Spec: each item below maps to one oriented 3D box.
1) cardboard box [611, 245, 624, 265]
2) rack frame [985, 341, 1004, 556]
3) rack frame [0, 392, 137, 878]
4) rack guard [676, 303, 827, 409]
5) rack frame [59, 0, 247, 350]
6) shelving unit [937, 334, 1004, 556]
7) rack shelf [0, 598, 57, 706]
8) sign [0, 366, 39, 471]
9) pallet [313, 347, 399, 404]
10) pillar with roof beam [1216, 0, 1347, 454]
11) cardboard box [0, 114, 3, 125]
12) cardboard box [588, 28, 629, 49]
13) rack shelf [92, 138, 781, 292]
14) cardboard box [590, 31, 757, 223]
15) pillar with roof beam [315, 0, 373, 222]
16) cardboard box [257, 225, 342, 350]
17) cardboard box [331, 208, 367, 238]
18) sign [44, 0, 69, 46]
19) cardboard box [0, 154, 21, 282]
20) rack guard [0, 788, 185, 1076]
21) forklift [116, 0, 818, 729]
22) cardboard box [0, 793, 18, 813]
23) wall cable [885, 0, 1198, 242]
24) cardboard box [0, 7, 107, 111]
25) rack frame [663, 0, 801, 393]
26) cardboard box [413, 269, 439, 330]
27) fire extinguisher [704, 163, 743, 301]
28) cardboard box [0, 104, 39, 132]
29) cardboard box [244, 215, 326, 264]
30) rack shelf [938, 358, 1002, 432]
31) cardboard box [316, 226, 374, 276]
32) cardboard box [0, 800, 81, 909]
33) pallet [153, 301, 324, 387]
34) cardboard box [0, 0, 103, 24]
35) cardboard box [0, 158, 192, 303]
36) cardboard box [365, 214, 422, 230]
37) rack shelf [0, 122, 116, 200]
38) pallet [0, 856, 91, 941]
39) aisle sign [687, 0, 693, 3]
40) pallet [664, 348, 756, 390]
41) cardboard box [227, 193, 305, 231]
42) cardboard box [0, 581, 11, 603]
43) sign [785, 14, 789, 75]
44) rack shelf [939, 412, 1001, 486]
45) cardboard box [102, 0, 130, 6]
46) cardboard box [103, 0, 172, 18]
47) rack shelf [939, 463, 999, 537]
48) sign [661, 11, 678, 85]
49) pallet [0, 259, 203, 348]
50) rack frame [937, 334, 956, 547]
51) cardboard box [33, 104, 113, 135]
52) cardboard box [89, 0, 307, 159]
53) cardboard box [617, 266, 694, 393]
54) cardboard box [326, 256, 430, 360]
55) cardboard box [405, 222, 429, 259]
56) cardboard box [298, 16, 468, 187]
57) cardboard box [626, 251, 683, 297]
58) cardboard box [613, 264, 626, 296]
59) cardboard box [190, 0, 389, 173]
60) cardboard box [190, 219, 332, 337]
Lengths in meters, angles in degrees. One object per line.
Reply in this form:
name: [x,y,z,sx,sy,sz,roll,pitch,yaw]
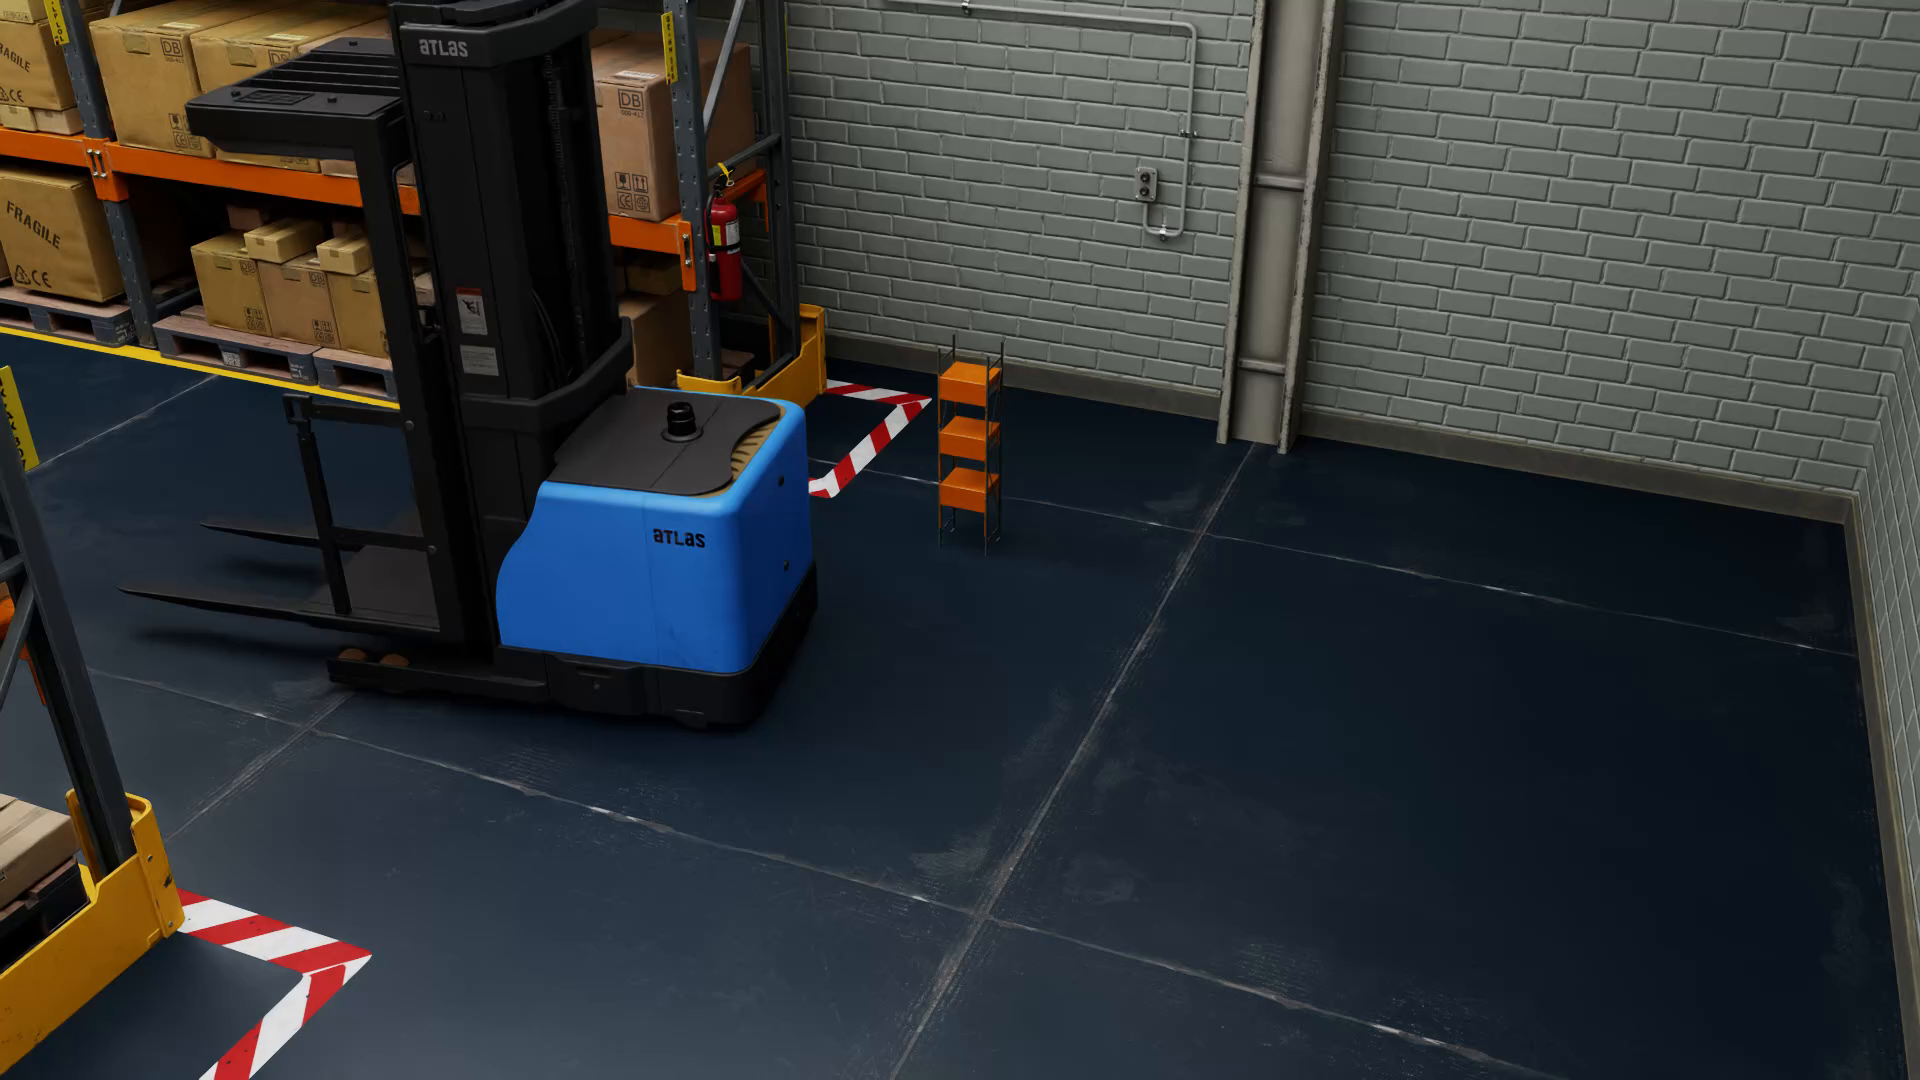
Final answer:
cardboard box: [-2.132,-1.608,9.500,0.250,0.149,0.380,11,31,19]
rack frame: [0.163,-0.425,7.934,0.008,1.050,0.200,11,31,19]
rack frame: [-3.026,0.274,4.717,0.127,3.000,1.000,11,31,19]
rack guard: [-1.145,-0.893,9.321,0.348,0.500,1.175,11,31,19]
rack frame: [-4.873,-2.725,10.023,0.127,3.000,1.000,11,31,19]
shelving unit: [0.050,-0.447,7.974,0.252,1.050,0.215,11,31,19]
rack shelf: [-4.879,0.217,5.549,4.000,0.370,1.077,11,31,19]
sign: [-2.822,-0.350,4.942,0.005,0.325,0.100,11,31,19]
pallet: [-3.064,-1.110,10.000,1.213,0.211,1.003,11,31,19]
pillar with roof beam: [0.042,-2.529,3.579,0.400,9.000,9.100,11,31,19]
cardboard box: [-5.759,-2.663,10.147,0.250,0.149,0.380,12,32,21]
cardboard box: [-2.322,-2.335,9.028,0.700,0.700,0.980,11,31,19]
rack shelf: [-3.020,-2.042,9.546,4.000,0.370,1.077,11,31,19]
cardboard box: [-1.643,-2.206,8.799,0.700,0.700,0.980,13,32,21]
pillar with roof beam: [-5.518,-3.639,5.543,0.400,9.000,9.100,11,31,19]
cardboard box: [-3.755,-1.540,10.041,0.500,0.500,0.700,11,31,19]
cardboard box: [-3.545,-1.890,9.999,0.250,0.149,0.380,10,31,18]
sign: [-5.068,-2.946,9.317,0.005,0.325,0.100,11,31,19]
cardboard box: [-6.349,-2.196,10.846,0.750,0.750,0.750,12,32,21]
rack guard: [-3.096,1.348,5.357,0.348,0.500,1.175,11,31,19]
forklift: [-2.219,-0.867,6.804,3.031,2.935,1.130,6,30,11]
cardboard box: [-3.516,1.035,5.802,0.250,0.166,0.380,11,31,19]
wall cable: [0.375,-2.622,8.808,1.851,1.984,0.084,11,31,19]
cardboard box: [-5.396,-2.878,9.868,0.500,0.500,0.500,11,31,18]
rack frame: [-1.167,-1.985,8.714,0.127,3.000,1.000,11,31,19]
cardboard box: [-2.783,-1.349,9.702,0.500,0.500,0.700,10,31,17]
fire extinguisher: [-1.201,-1.551,8.403,0.183,0.674,0.296,11,31,19]
cardboard box: [-5.536,-2.594,10.026,0.250,0.149,0.380,12,32,20]
cardboard box: [-3.970,-1.771,9.789,0.250,0.149,0.380,12,32,21]
rack shelf: [0.050,-0.685,7.840,0.240,0.259,0.215,11,31,19]
cardboard box: [-3.487,-1.674,9.618,0.250,0.149,0.380,10,31,18]
cardboard box: [-3.285,1.089,5.724,0.250,0.149,0.380,11,31,19]
pallet: [-4.198,-1.335,10.398,1.213,0.211,1.003,11,31,19]
cardboard box: [-5.402,-3.203,9.683,0.500,0.250,0.500,12,32,20]
cardboard box: [-5.525,-2.033,10.557,0.750,0.750,0.750,12,32,20]
cardboard box: [-3.312,-1.843,9.916,0.250,0.149,0.380,12,31,20]
rack shelf: [-6.727,-2.782,10.855,4.000,0.370,1.077,11,31,19]
pallet: [-3.835,1.327,5.688,1.213,0.211,1.003,11,31,19]
aisle sign: [-1.213,-2.967,7.809,0.004,0.787,0.394,11,31,19]
pallet: [-1.937,-0.884,9.599,1.213,0.211,1.003,11,31,19]
cardboard box: [-4.279,-2.035,10.256,0.250,0.149,0.380,11,31,19]
cardboard box: [-3.338,0.028,5.050,0.500,0.500,0.500,12,32,20]
sign: [-0.953,-2.649,8.927,0.005,0.325,0.100,11,31,19]
rack shelf: [0.050,-0.438,7.979,0.240,0.259,0.215,11,31,19]
cardboard box: [-5.202,-3.438,10.097,0.500,0.250,0.500,12,32,21]
cardboard box: [-5.205,-3.107,10.275,0.500,0.500,0.500,10,31,17]
rack shelf: [0.050,-0.196,8.116,0.240,0.259,0.215,11,31,19]
sign: [-1.384,-2.348,7.938,0.005,0.325,0.100,11,31,19]
pallet: [-5.617,-1.620,10.901,1.213,0.211,1.003,11,31,19]
rack frame: [-0.063,-0.470,8.014,0.008,1.050,0.200,11,31,19]
cardboard box: [-5.293,-2.558,9.963,0.250,0.149,0.380,12,31,20]
cardboard box: [-4.377,-2.748,9.759,0.700,0.700,0.980,12,32,20]
cardboard box: [-1.853,-1.164,9.374,0.500,0.500,0.700,11,31,19]
cardboard box: [-3.280,-1.445,9.871,0.500,0.500,0.700,12,32,20]
cardboard box: [-3.072,-1.795,9.832,0.250,0.149,0.380,11,31,18]
cardboard box: [-3.025,-2.481,9.285,0.700,0.700,0.980,10,31,17]
cardboard box: [-1.662,-1.514,9.335,0.250,0.149,0.380,12,31,19]
cardboard box: [-2.041,-1.387,9.110,0.250,0.149,0.380,11,31,19]
cardboard box: [-3.703,-2.611,9.516,0.700,0.700,0.980,10,31,18]
cardboard box: [-4.219,-1.635,10.208,0.500,0.500,0.700,12,32,20]
